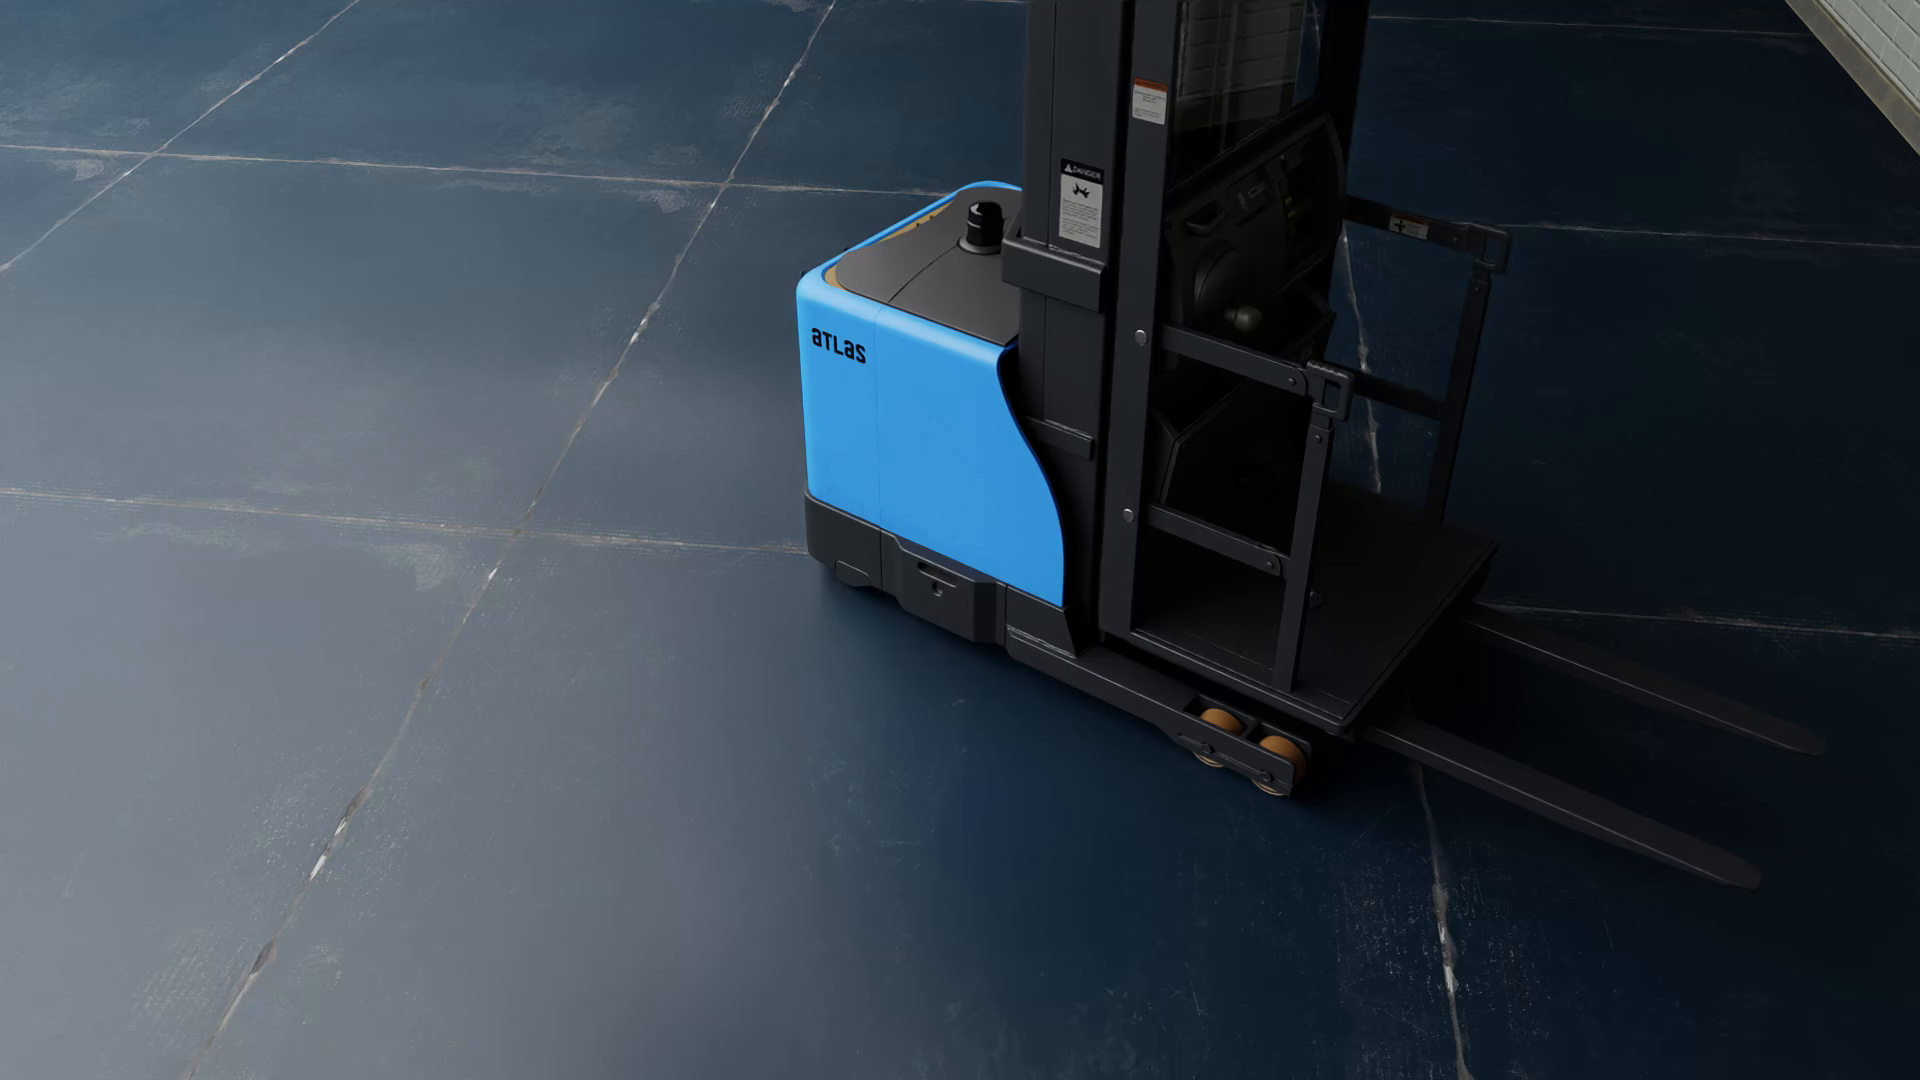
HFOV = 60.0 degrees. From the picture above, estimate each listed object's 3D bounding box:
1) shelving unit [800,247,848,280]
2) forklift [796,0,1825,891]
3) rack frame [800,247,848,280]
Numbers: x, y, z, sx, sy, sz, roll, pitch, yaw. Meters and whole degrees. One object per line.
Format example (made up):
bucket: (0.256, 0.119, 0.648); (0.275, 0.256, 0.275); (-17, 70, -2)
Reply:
shelving unit: (-0.368, -0.527, 5.714); (0.210, 0.900, 0.258); (23, 42, 29)
forklift: (0.972, -0.820, 4.375); (3.031, 2.935, 1.130); (23, 42, 29)
rack frame: (-0.449, -0.562, 5.763); (0.006, 0.900, 0.240); (23, 42, 29)
